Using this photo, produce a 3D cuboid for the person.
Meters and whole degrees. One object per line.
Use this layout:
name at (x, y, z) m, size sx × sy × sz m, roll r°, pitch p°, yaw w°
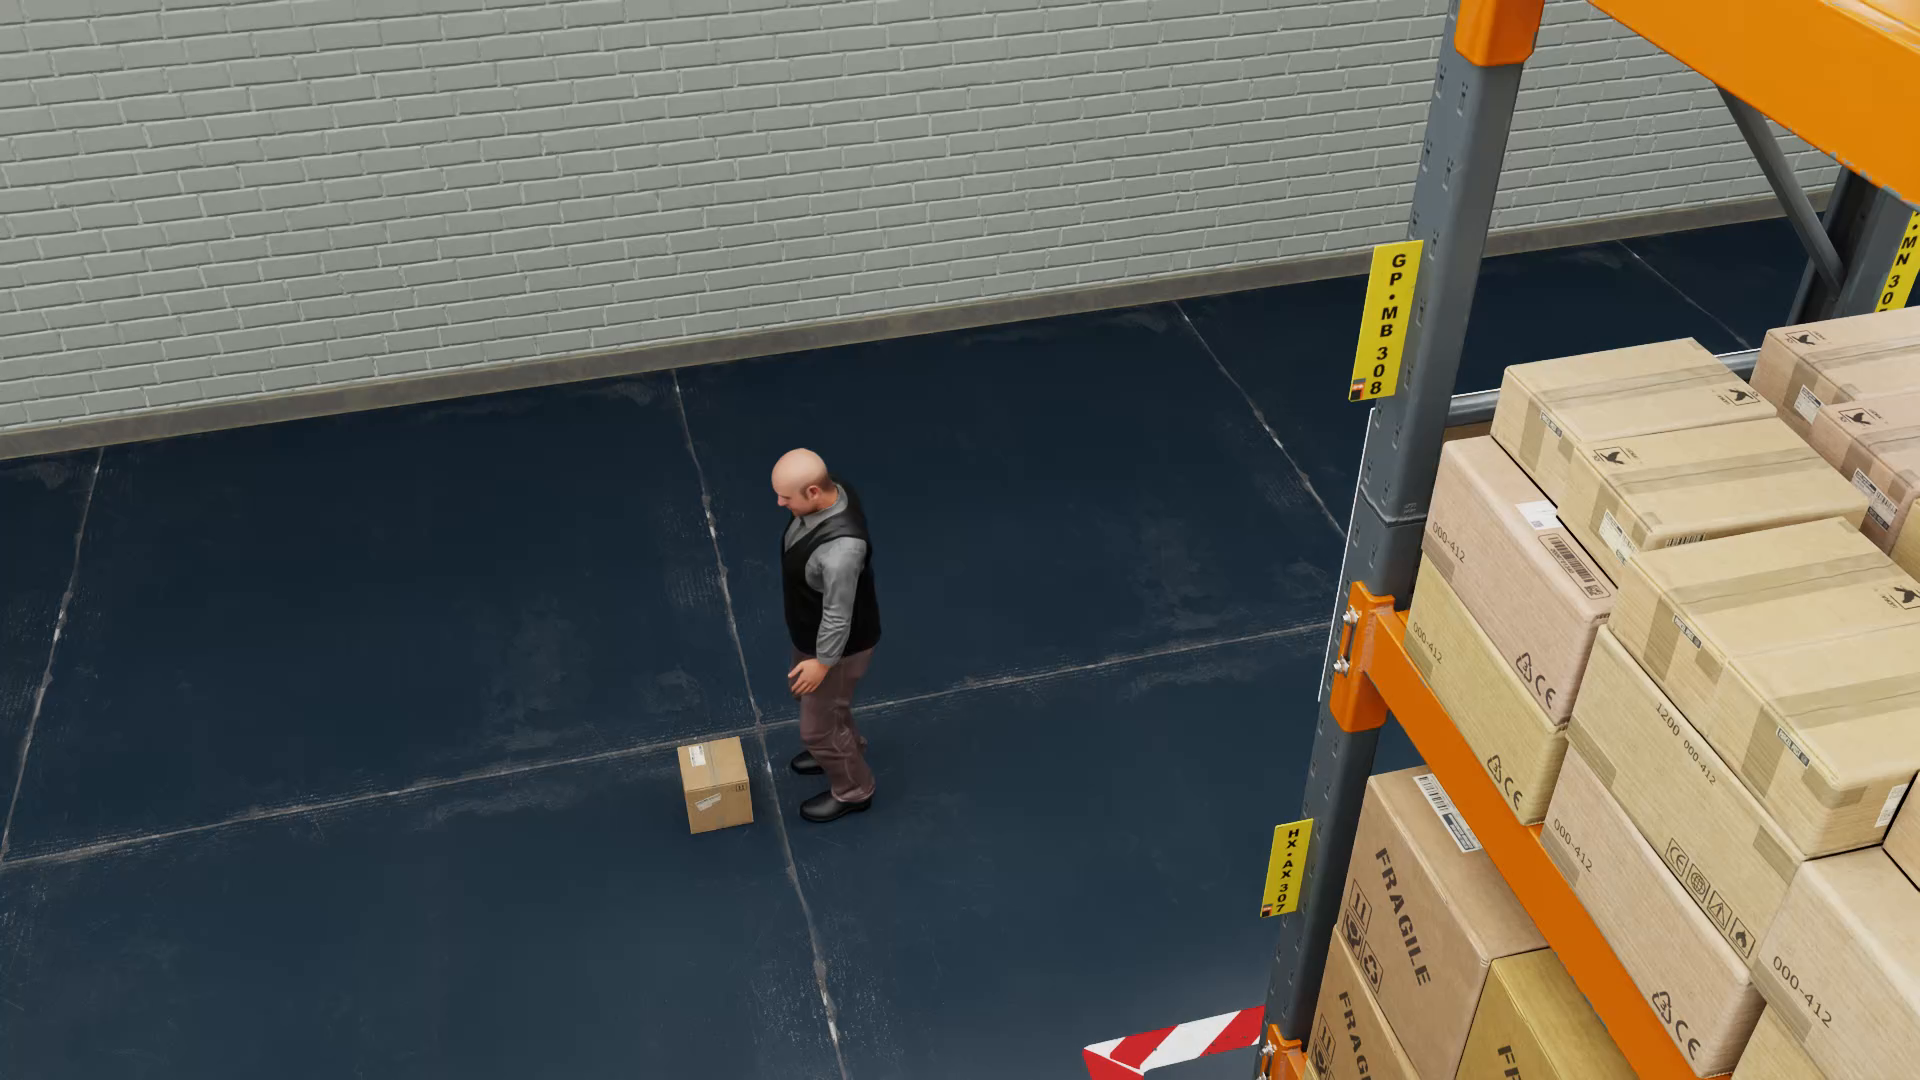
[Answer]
person at (-0.495, 0.358, 6.302) m, size 0.378 × 1.697 × 0.546 m, roll -9°, pitch 39°, yaw -11°
